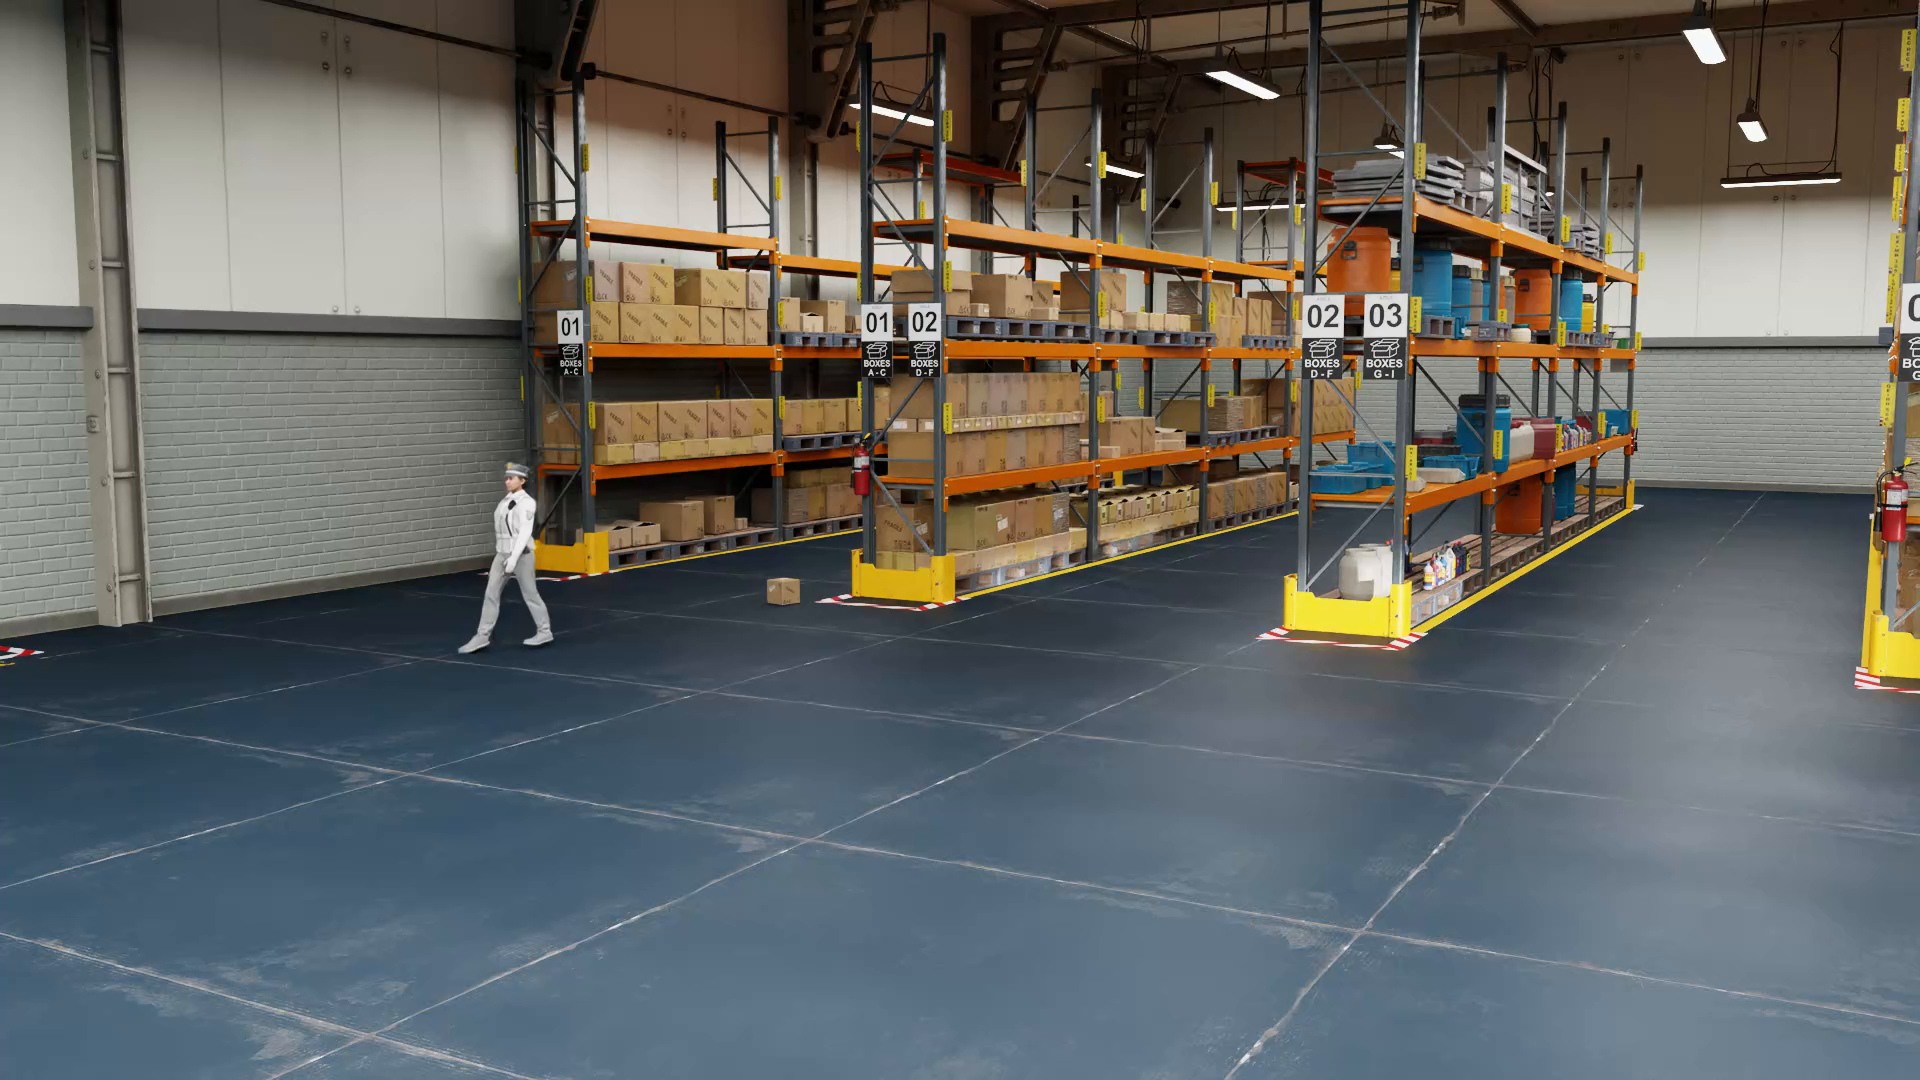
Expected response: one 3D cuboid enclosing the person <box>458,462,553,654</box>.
[{"bbox_3d":[-4.031,0.147,14.792,0.517,1.677,0.831,6,8,42],"label":"person"}]
